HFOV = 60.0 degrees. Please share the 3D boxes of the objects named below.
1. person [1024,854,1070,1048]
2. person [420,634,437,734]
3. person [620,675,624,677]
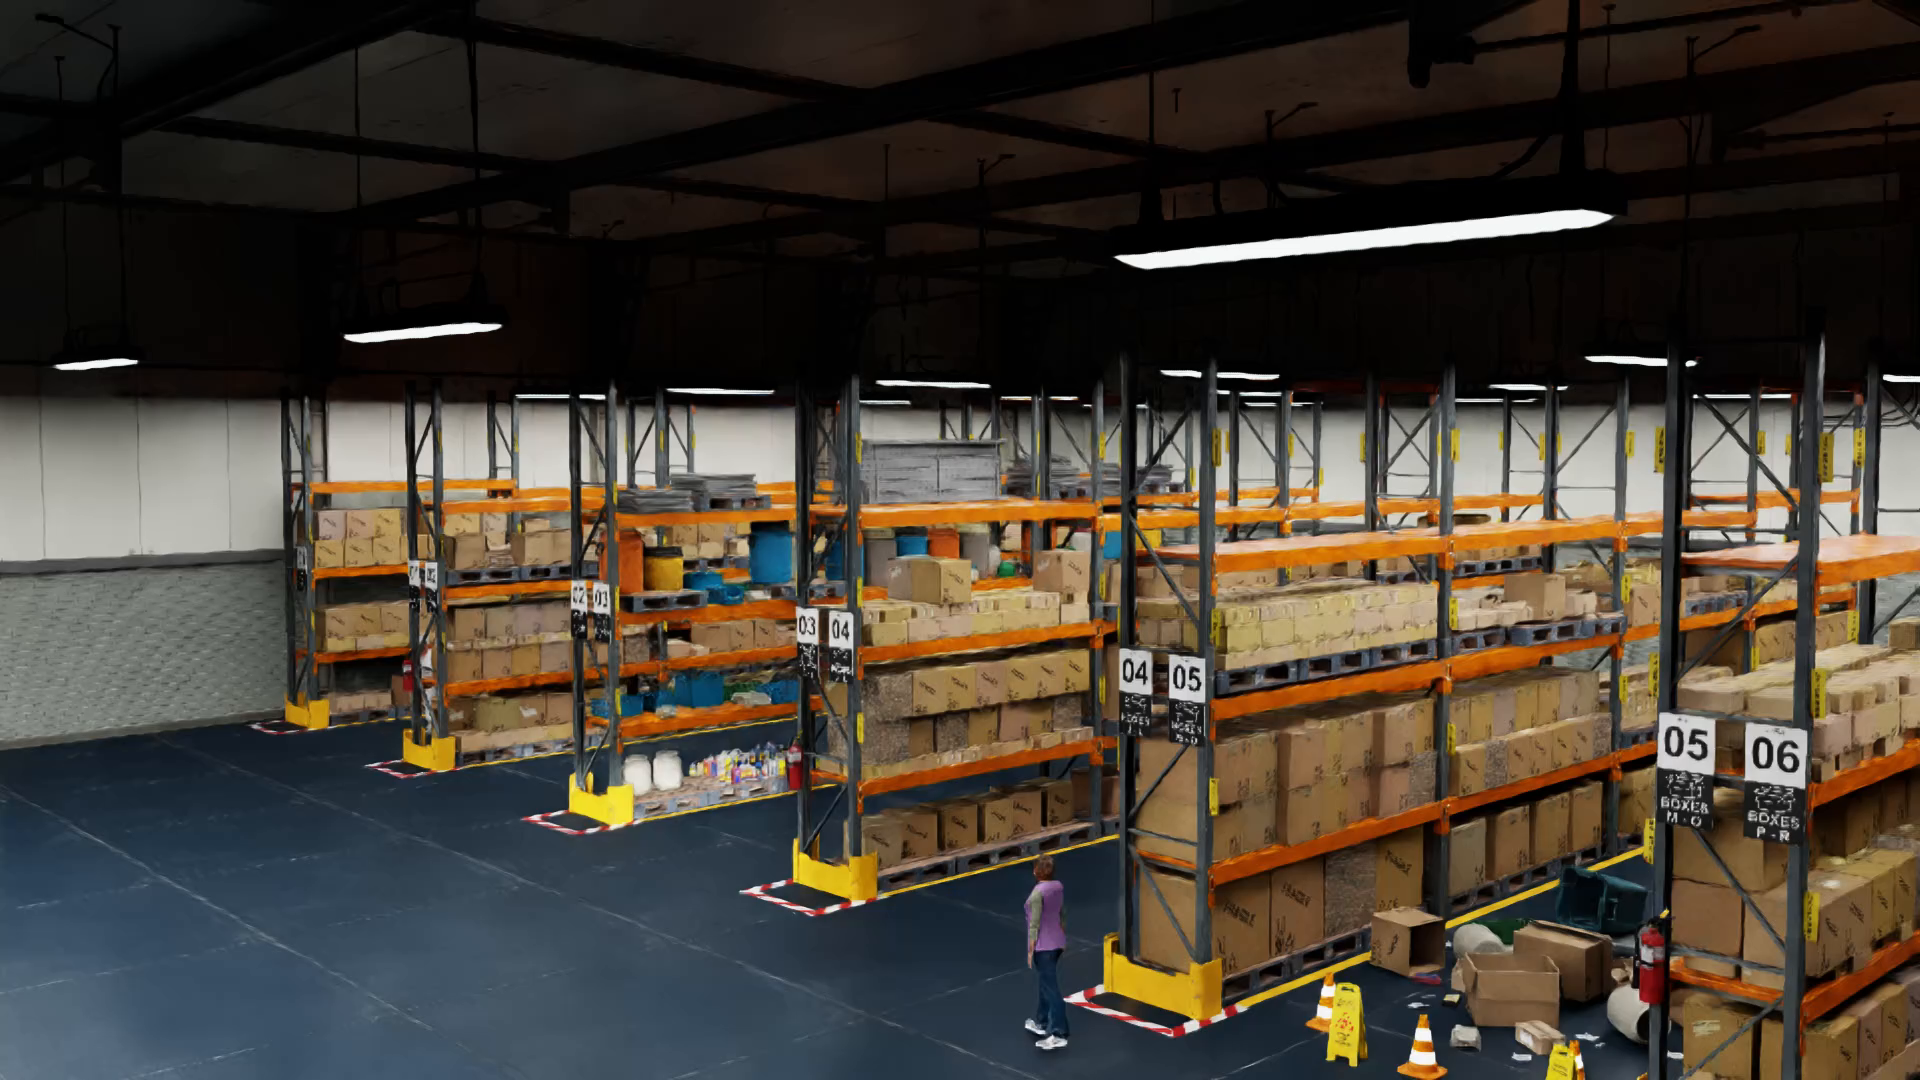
[{"bbox_3d":[0.719,3.459,14.149,0.569,1.582,0.537,2,4,33],"label":"person"},{"bbox_3d":[-9.151,2.464,28.644,0.675,1.723,0.793,2,4,27],"label":"person"},{"bbox_3d":[-6.606,2.299,32.271,0.612,1.588,0.825,2,4,29],"label":"person"}]
